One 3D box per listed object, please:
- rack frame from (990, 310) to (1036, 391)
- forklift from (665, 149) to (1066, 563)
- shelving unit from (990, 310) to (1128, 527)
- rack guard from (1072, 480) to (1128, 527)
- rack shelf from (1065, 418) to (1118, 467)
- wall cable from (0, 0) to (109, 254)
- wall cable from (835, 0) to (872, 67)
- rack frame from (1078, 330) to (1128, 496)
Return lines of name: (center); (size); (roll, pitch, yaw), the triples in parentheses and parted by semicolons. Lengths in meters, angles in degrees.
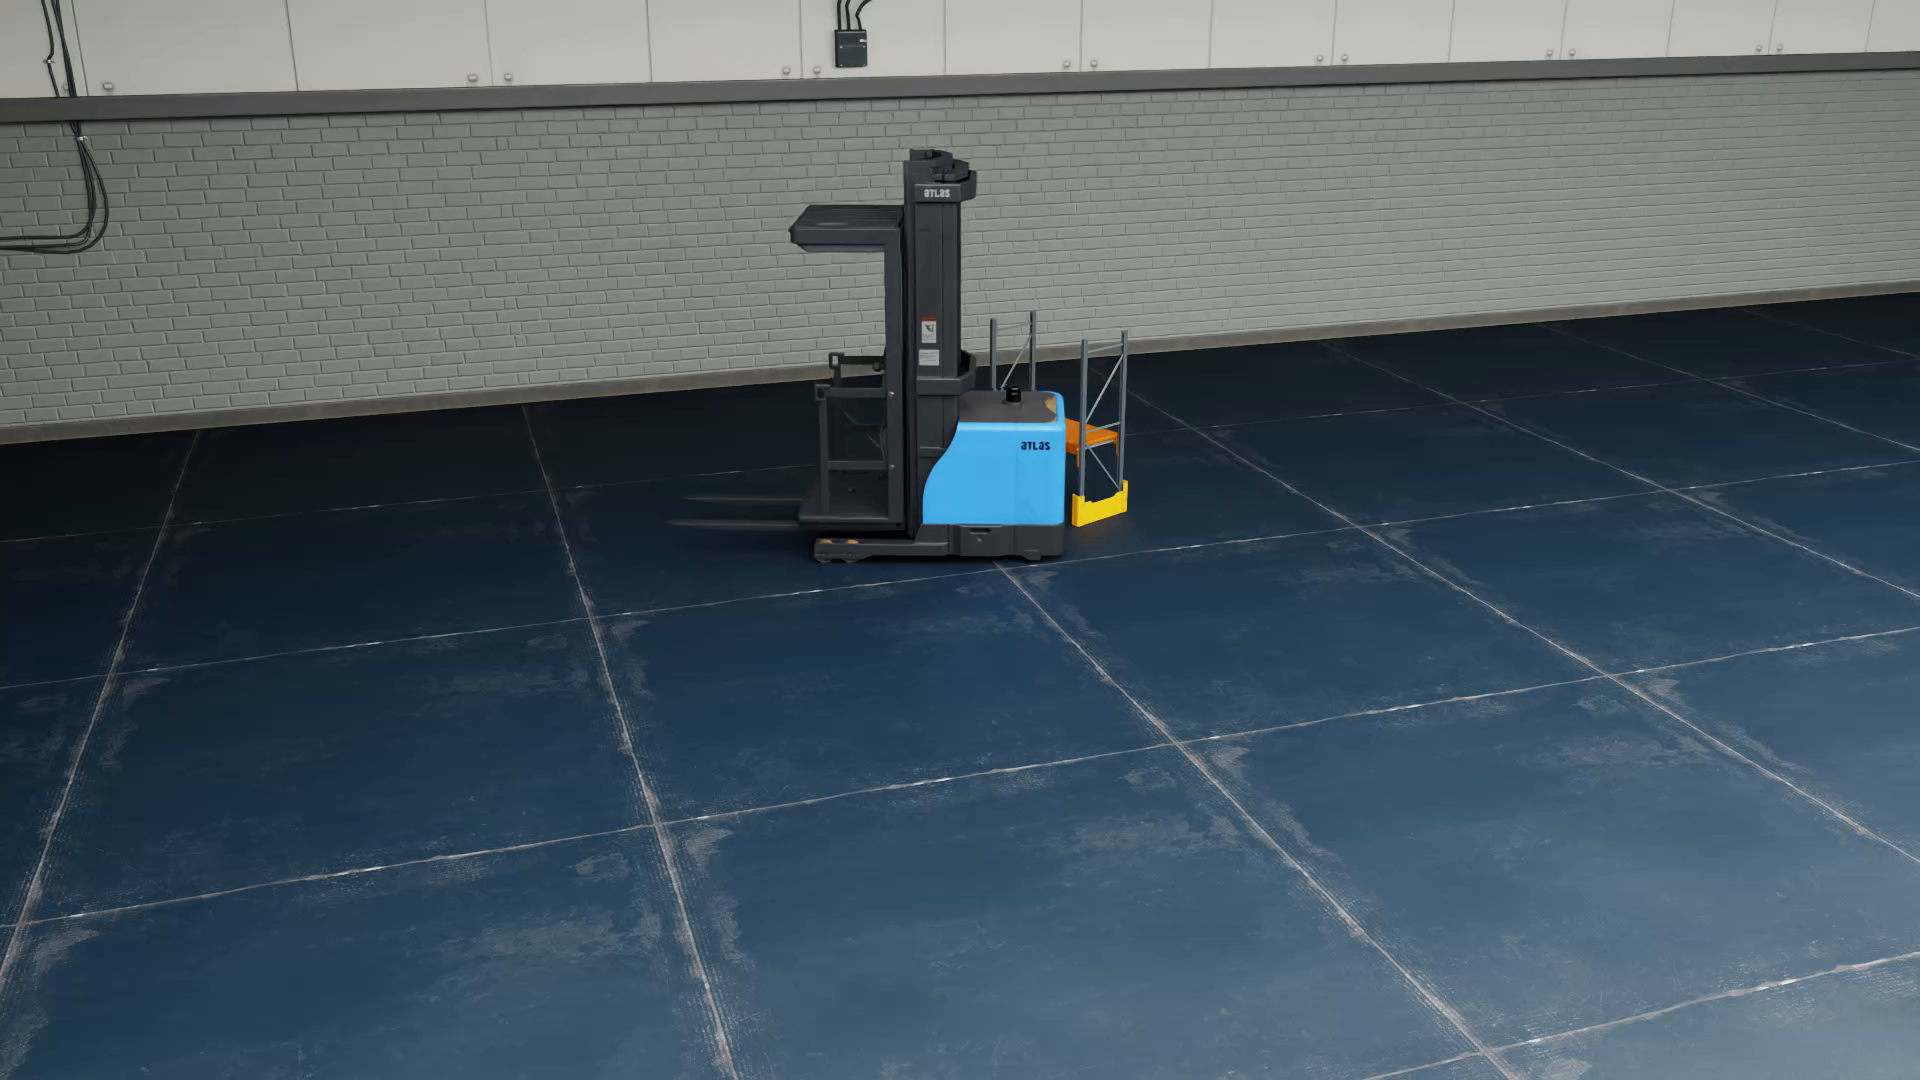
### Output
rack frame: (0.438, -1.140, 13.871); (0.500, 1.500, 0.032); (-17, 26, -40)
forklift: (-0.712, -1.388, 12.445); (3.031, 2.935, 1.130); (1, 20, 2)
shelving unit: (0.788, -1.011, 13.513); (0.587, 1.500, 1.083); (-17, 26, -40)
rack guard: (1.125, -0.299, 13.380); (0.587, 0.250, 0.087); (-17, 26, -40)
rack shelf: (0.782, -0.844, 13.580); (0.538, 0.185, 1.000); (-17, 26, -40)
wall cable: (-9.152, -3.616, 14.265); (3.097, 2.526, 0.112); (-6, 21, -17)
wall cable: (-0.134, -7.681, 15.959); (2.305, 6.003, 0.169); (-6, 21, -17)
rack frame: (1.126, -0.887, 13.168); (0.500, 1.500, 0.032); (-17, 26, -40)
